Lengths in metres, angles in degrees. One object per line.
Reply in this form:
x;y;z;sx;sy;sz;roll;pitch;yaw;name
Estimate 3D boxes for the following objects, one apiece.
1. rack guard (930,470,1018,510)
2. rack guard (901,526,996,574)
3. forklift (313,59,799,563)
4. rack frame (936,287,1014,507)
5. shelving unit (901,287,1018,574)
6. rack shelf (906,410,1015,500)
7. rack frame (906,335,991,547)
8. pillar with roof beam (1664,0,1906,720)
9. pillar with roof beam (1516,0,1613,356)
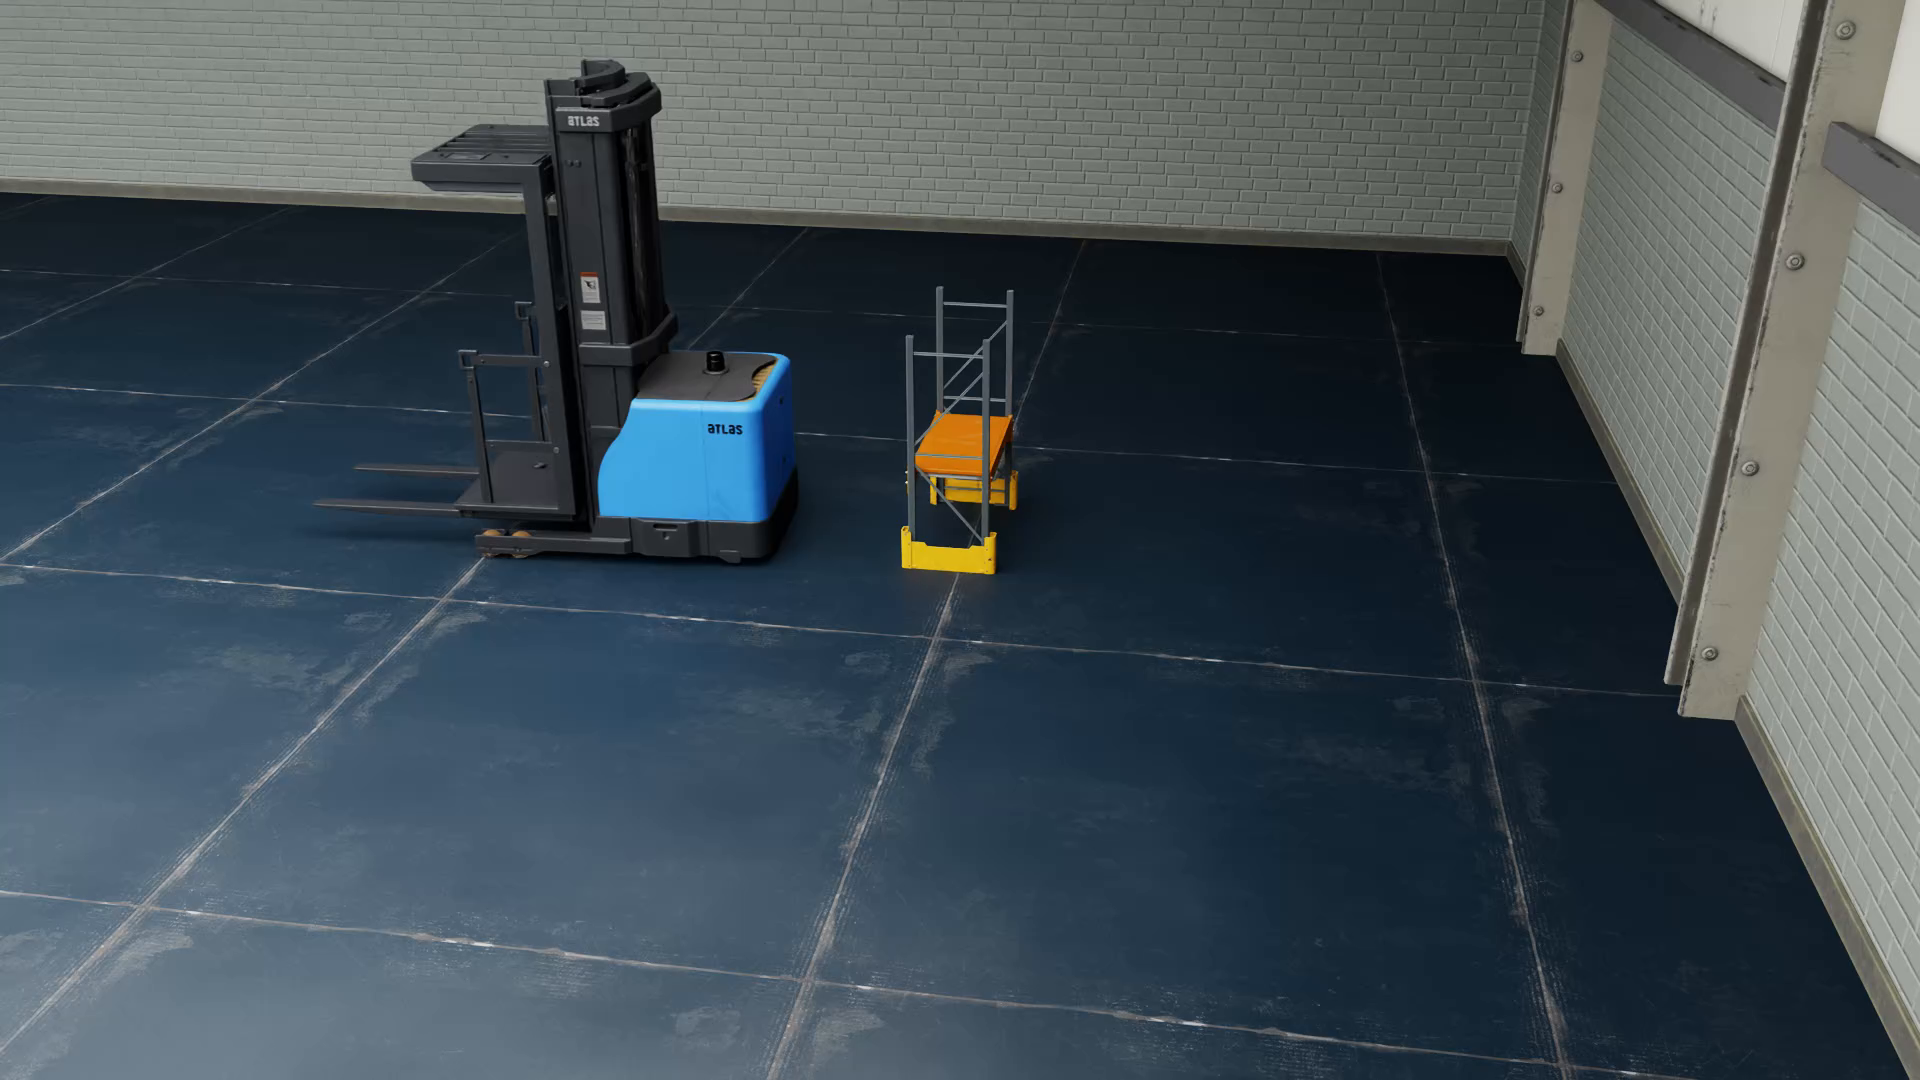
0.094;-0.353;11.210;0.587;0.250;0.087;4;25;9;rack guard
-0.069;0.063;10.320;0.587;0.250;0.087;4;25;9;rack guard
-2.636;-1.432;10.352;3.031;2.935;1.130;2;25;5;forklift
0.097;-0.928;10.962;0.500;1.500;0.032;4;25;9;rack frame
0.012;-0.711;10.500;0.587;1.500;1.083;4;25;9;shelving unit
0.014;-0.552;10.585;0.538;0.185;1.000;4;25;9;rack shelf
-0.069;-0.502;10.054;0.500;1.500;0.032;4;25;9;rack frame
-0.267;-3.519;7.653;9.100;9.000;0.400;4;25;9;pillar with roof beam
0.713;-6.028;13.014;9.100;9.000;0.400;4;25;9;pillar with roof beam
